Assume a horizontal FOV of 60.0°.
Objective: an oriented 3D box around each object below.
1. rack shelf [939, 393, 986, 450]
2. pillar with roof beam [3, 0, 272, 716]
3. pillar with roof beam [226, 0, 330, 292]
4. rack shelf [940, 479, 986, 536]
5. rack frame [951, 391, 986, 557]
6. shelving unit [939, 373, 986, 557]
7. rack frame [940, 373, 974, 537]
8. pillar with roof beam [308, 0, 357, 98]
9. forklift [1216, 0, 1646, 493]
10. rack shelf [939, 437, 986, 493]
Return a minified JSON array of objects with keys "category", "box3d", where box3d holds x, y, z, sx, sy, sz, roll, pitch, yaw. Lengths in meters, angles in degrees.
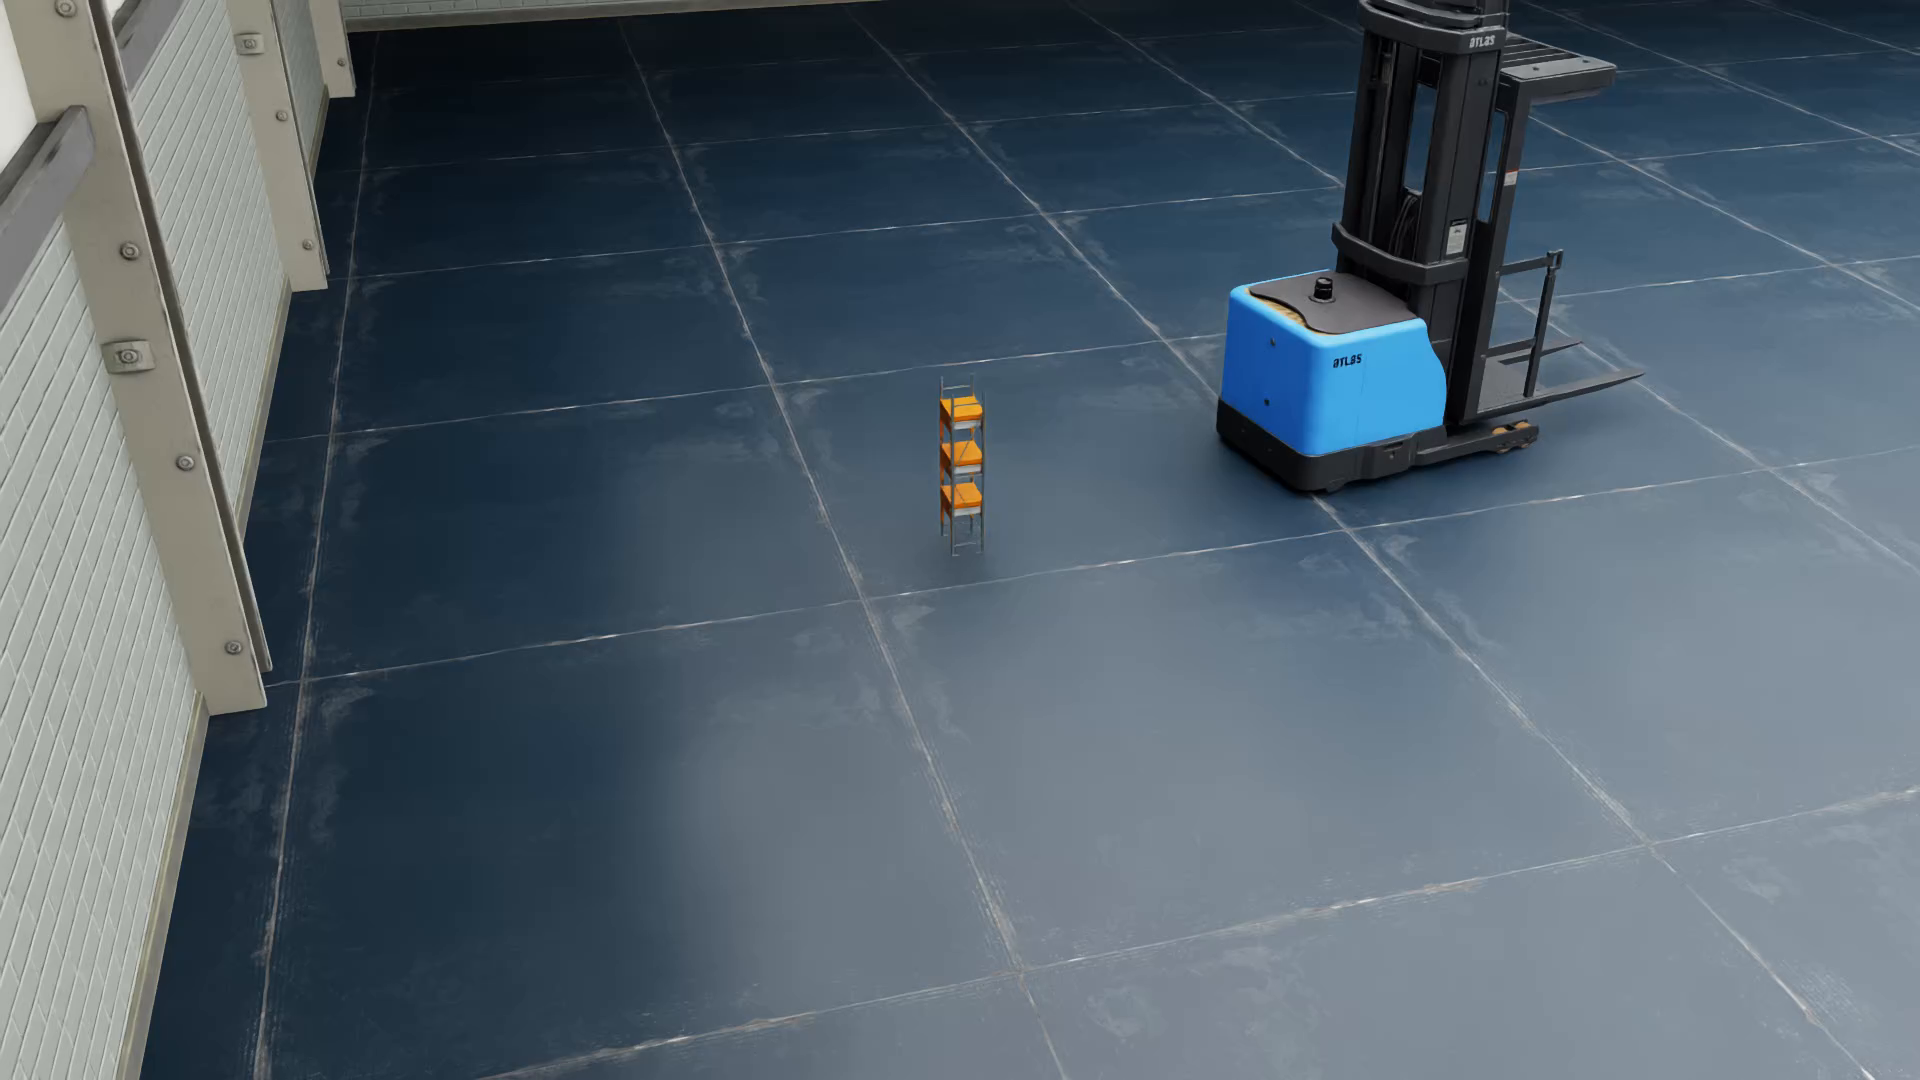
[{"category":"rack shelf","box3d":[0.014,-0.665,9.537,0.215,0.259,0.240,-8,31,-13]},{"category":"pillar with roof beam","box3d":[0.402,-3.687,7.368,9.100,9.000,0.400,-8,31,-13]},{"category":"pillar with roof beam","box3d":[-1.191,-6.585,12.375,9.100,9.000,0.400,-8,31,-13]},{"category":"rack shelf","box3d":[0.014,-0.179,9.818,0.215,0.259,0.240,-8,31,-13]},{"category":"rack frame","box3d":[0.047,-0.370,9.572,0.200,1.050,0.008,-8,31,-13]},{"category":"shelving unit","box3d":[0.014,-0.429,9.673,0.215,1.050,0.252,-8,31,-13]},{"category":"rack frame","box3d":[-0.018,-0.487,9.775,0.200,1.050,0.008,-8,31,-13]},{"category":"pillar with roof beam","box3d":[-2.783,-9.483,17.381,9.100,9.000,0.400,-8,31,-13]},{"category":"forklift","box3d":[3.266,-2.063,10.619,3.031,2.935,1.130,-14,33,-22]},{"category":"rack shelf","box3d":[0.014,-0.419,9.679,0.215,0.259,0.240,-8,31,-13]}]
